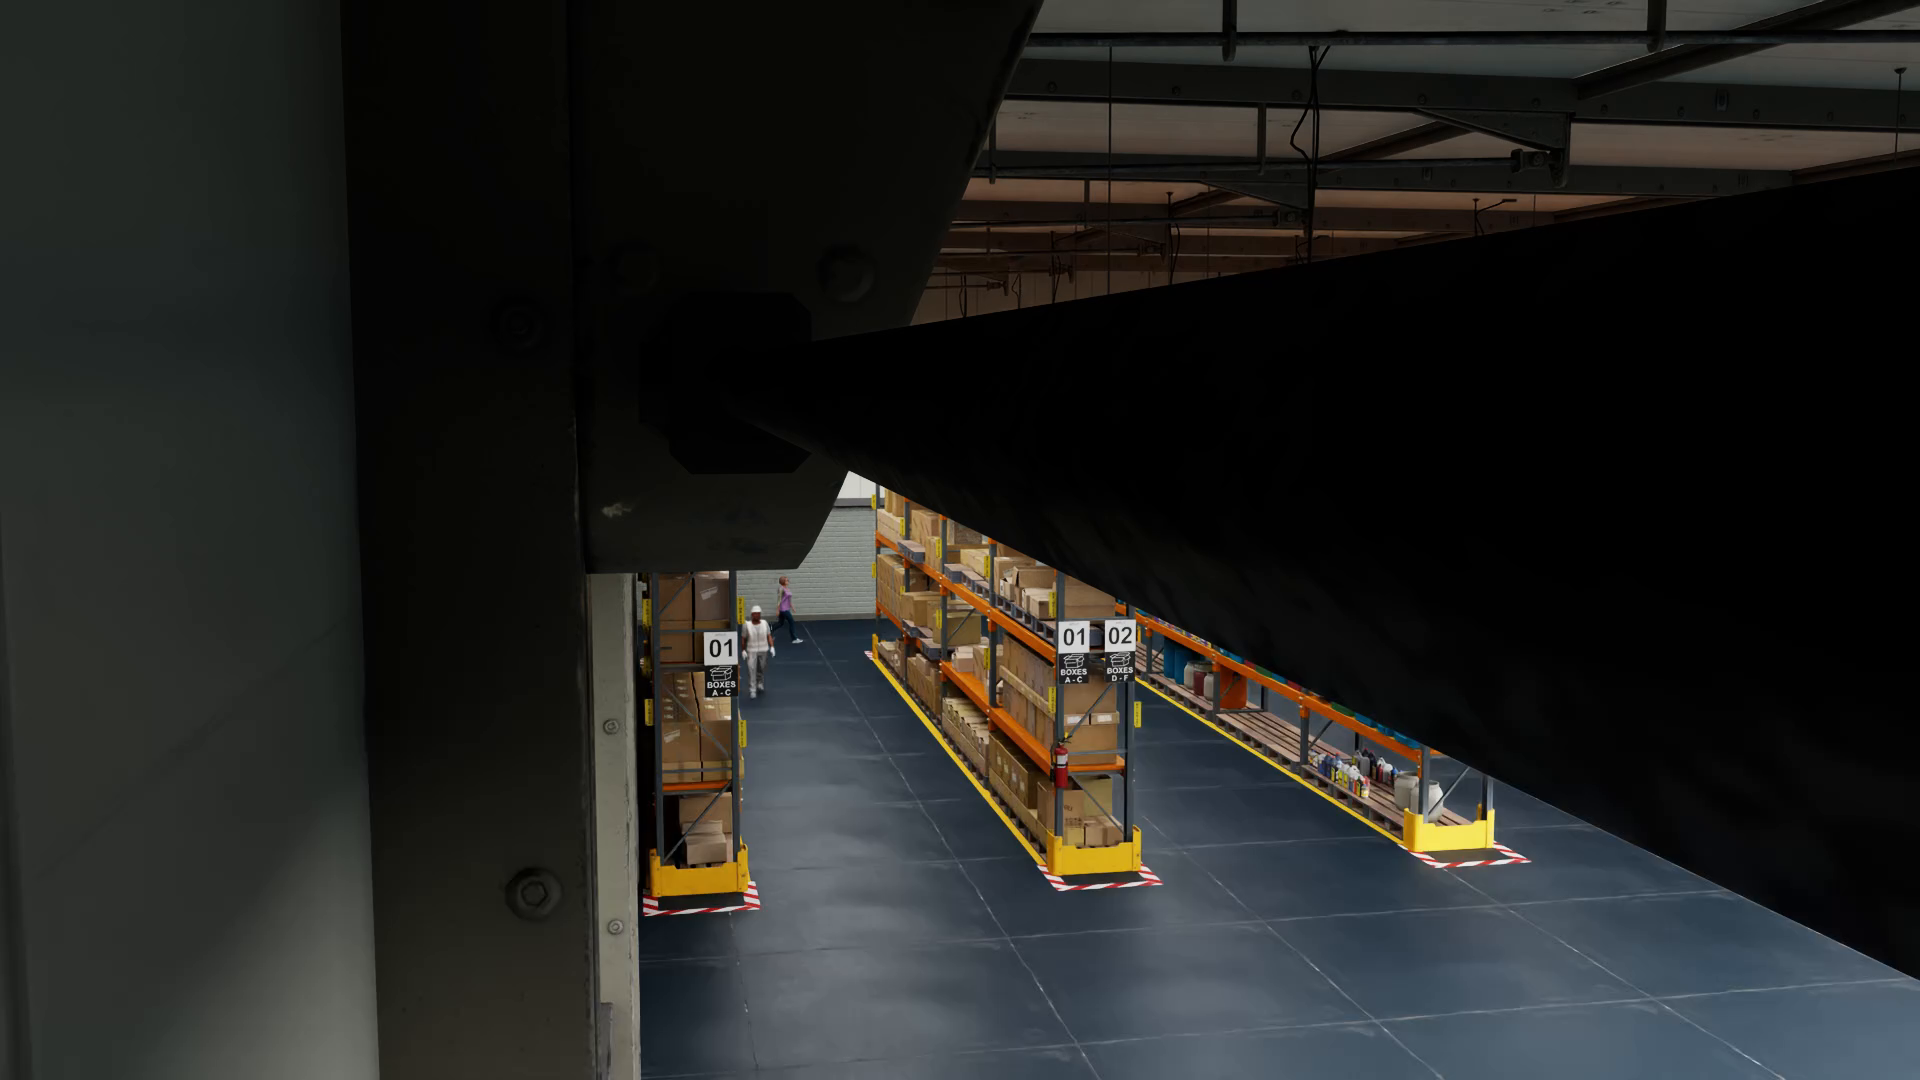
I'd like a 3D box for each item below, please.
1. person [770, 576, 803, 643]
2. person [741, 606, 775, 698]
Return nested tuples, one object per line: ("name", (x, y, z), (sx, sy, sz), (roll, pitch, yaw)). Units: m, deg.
("person", (-4.077, 1.606, 38.399), (0.931, 1.551, 0.397), (0, 6, -1))
("person", (-3.908, 2.141, 32.199), (0.623, 1.711, 1.087), (-2, 6, -15))
